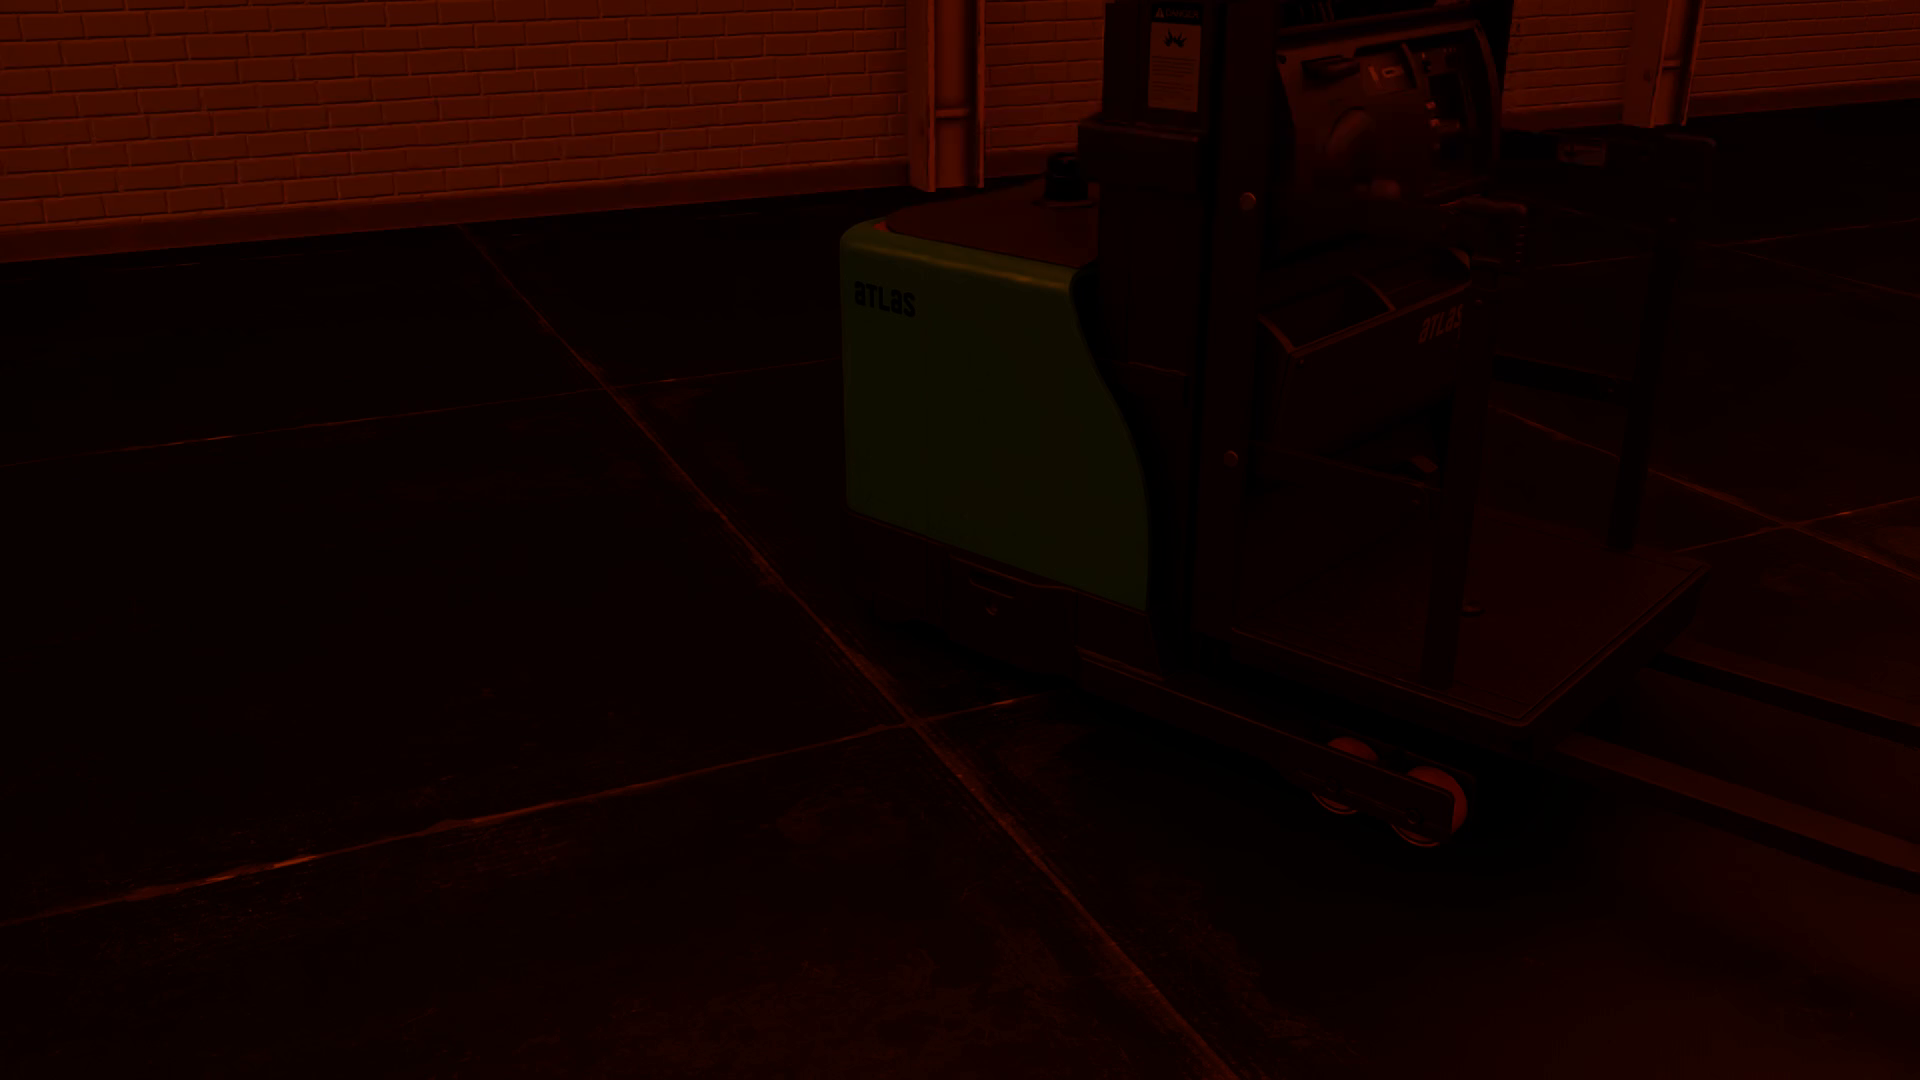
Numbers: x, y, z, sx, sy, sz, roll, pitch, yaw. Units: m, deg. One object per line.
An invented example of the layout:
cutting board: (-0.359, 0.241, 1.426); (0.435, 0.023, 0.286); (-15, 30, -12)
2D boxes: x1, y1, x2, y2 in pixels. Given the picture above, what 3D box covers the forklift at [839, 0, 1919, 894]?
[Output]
forklift: (1.112, -0.929, 3.523); (3.031, 2.935, 1.130); (19, 29, 38)
